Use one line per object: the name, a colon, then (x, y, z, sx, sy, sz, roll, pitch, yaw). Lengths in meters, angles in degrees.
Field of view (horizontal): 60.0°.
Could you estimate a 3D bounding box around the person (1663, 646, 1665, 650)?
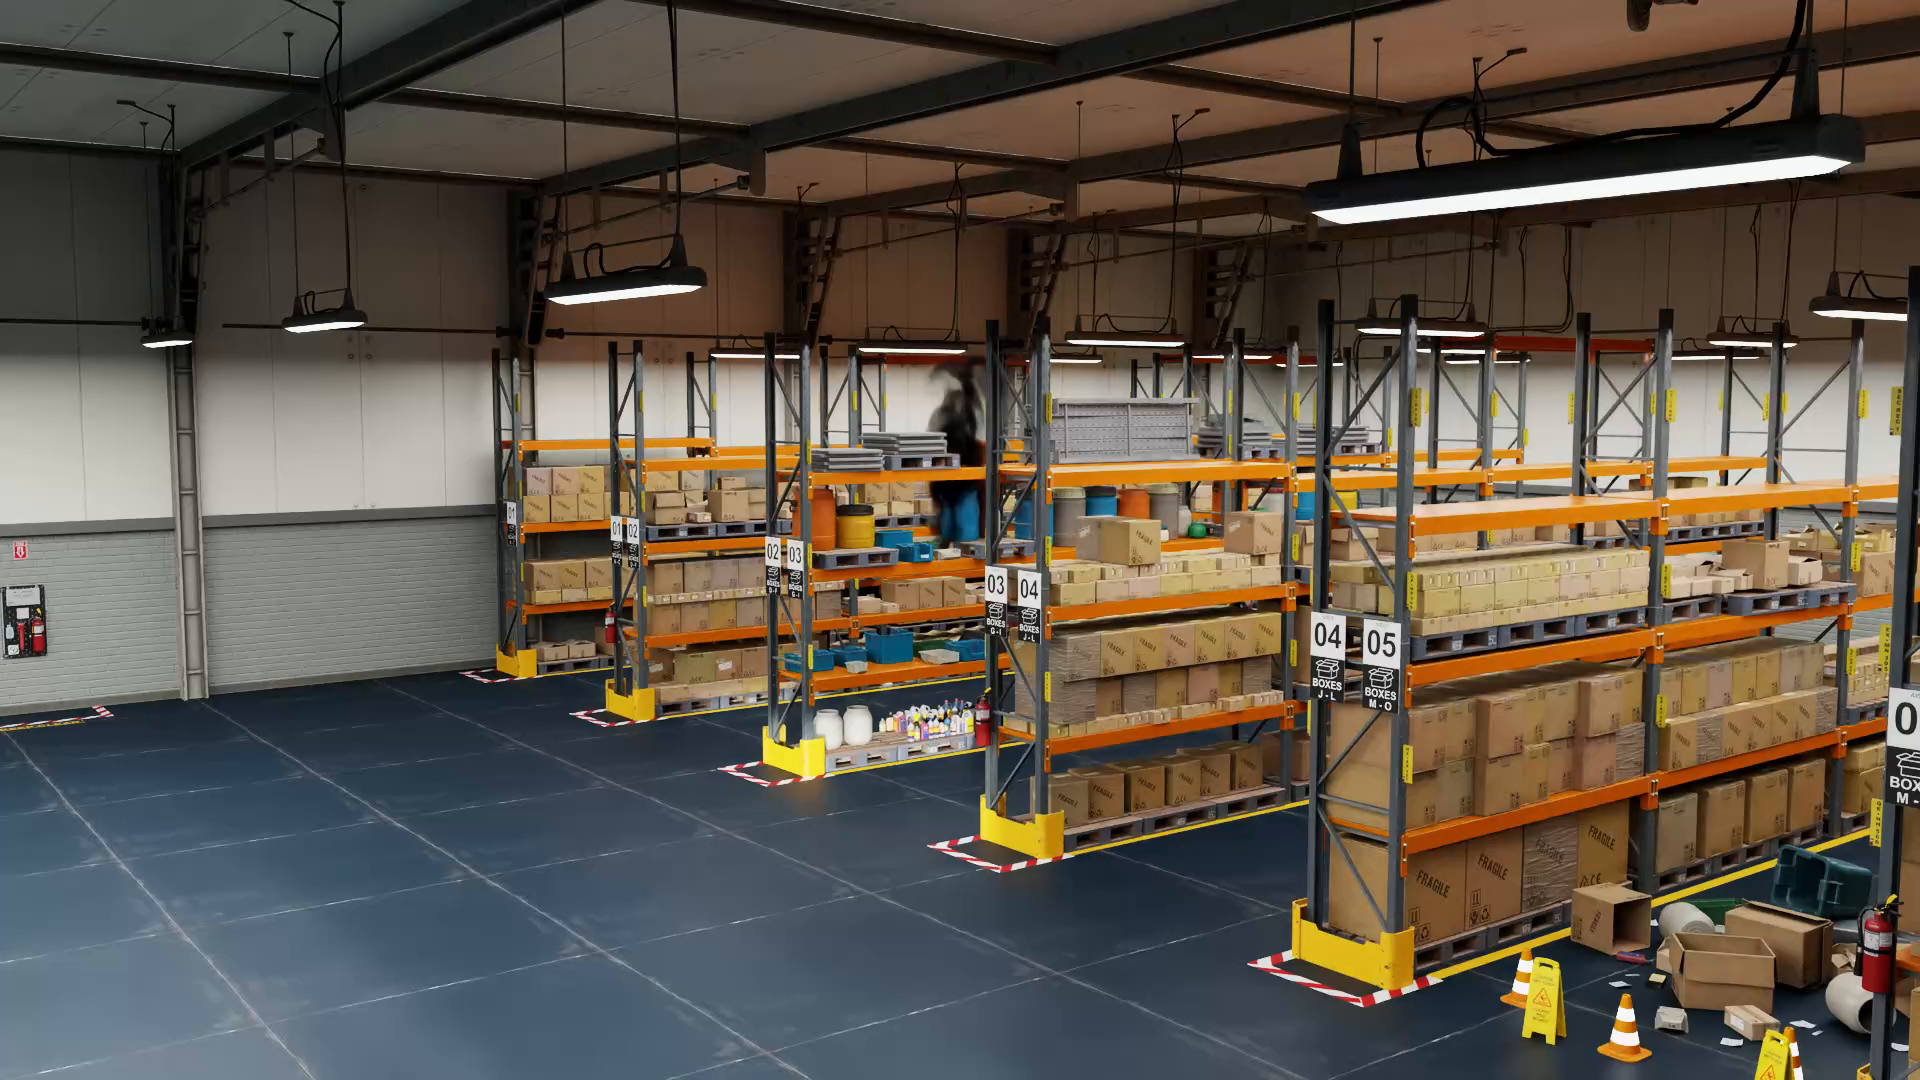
person: (9.880, 2.254, 23.713, 0.723, 1.654, 0.625, -4, 7, -42)
